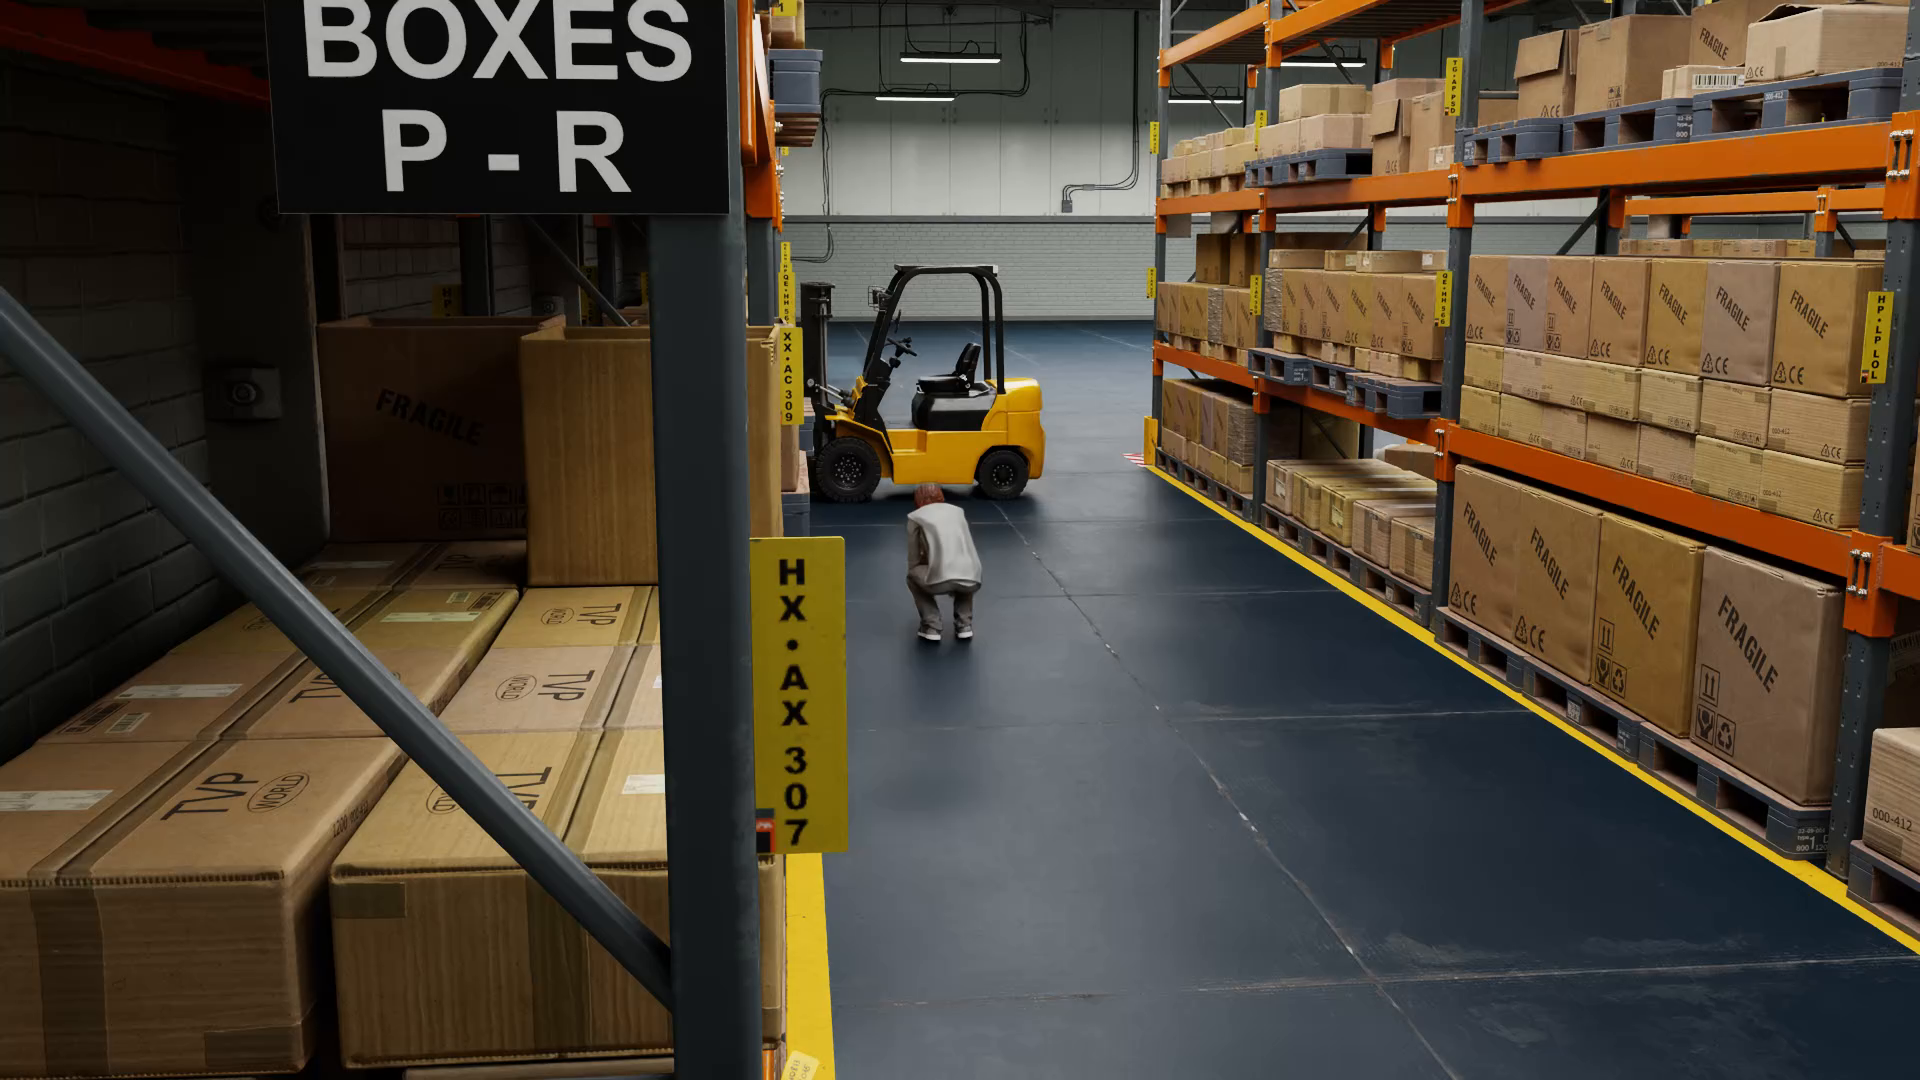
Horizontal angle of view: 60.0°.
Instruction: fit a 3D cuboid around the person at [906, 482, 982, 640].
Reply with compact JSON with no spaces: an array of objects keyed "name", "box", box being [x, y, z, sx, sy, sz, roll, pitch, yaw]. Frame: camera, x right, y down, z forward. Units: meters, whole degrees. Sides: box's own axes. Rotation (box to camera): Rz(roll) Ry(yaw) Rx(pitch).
[{"name":"person","box":[-0.107,0.136,10.187,0.425,0.896,0.825,-2,10,-11]}]
